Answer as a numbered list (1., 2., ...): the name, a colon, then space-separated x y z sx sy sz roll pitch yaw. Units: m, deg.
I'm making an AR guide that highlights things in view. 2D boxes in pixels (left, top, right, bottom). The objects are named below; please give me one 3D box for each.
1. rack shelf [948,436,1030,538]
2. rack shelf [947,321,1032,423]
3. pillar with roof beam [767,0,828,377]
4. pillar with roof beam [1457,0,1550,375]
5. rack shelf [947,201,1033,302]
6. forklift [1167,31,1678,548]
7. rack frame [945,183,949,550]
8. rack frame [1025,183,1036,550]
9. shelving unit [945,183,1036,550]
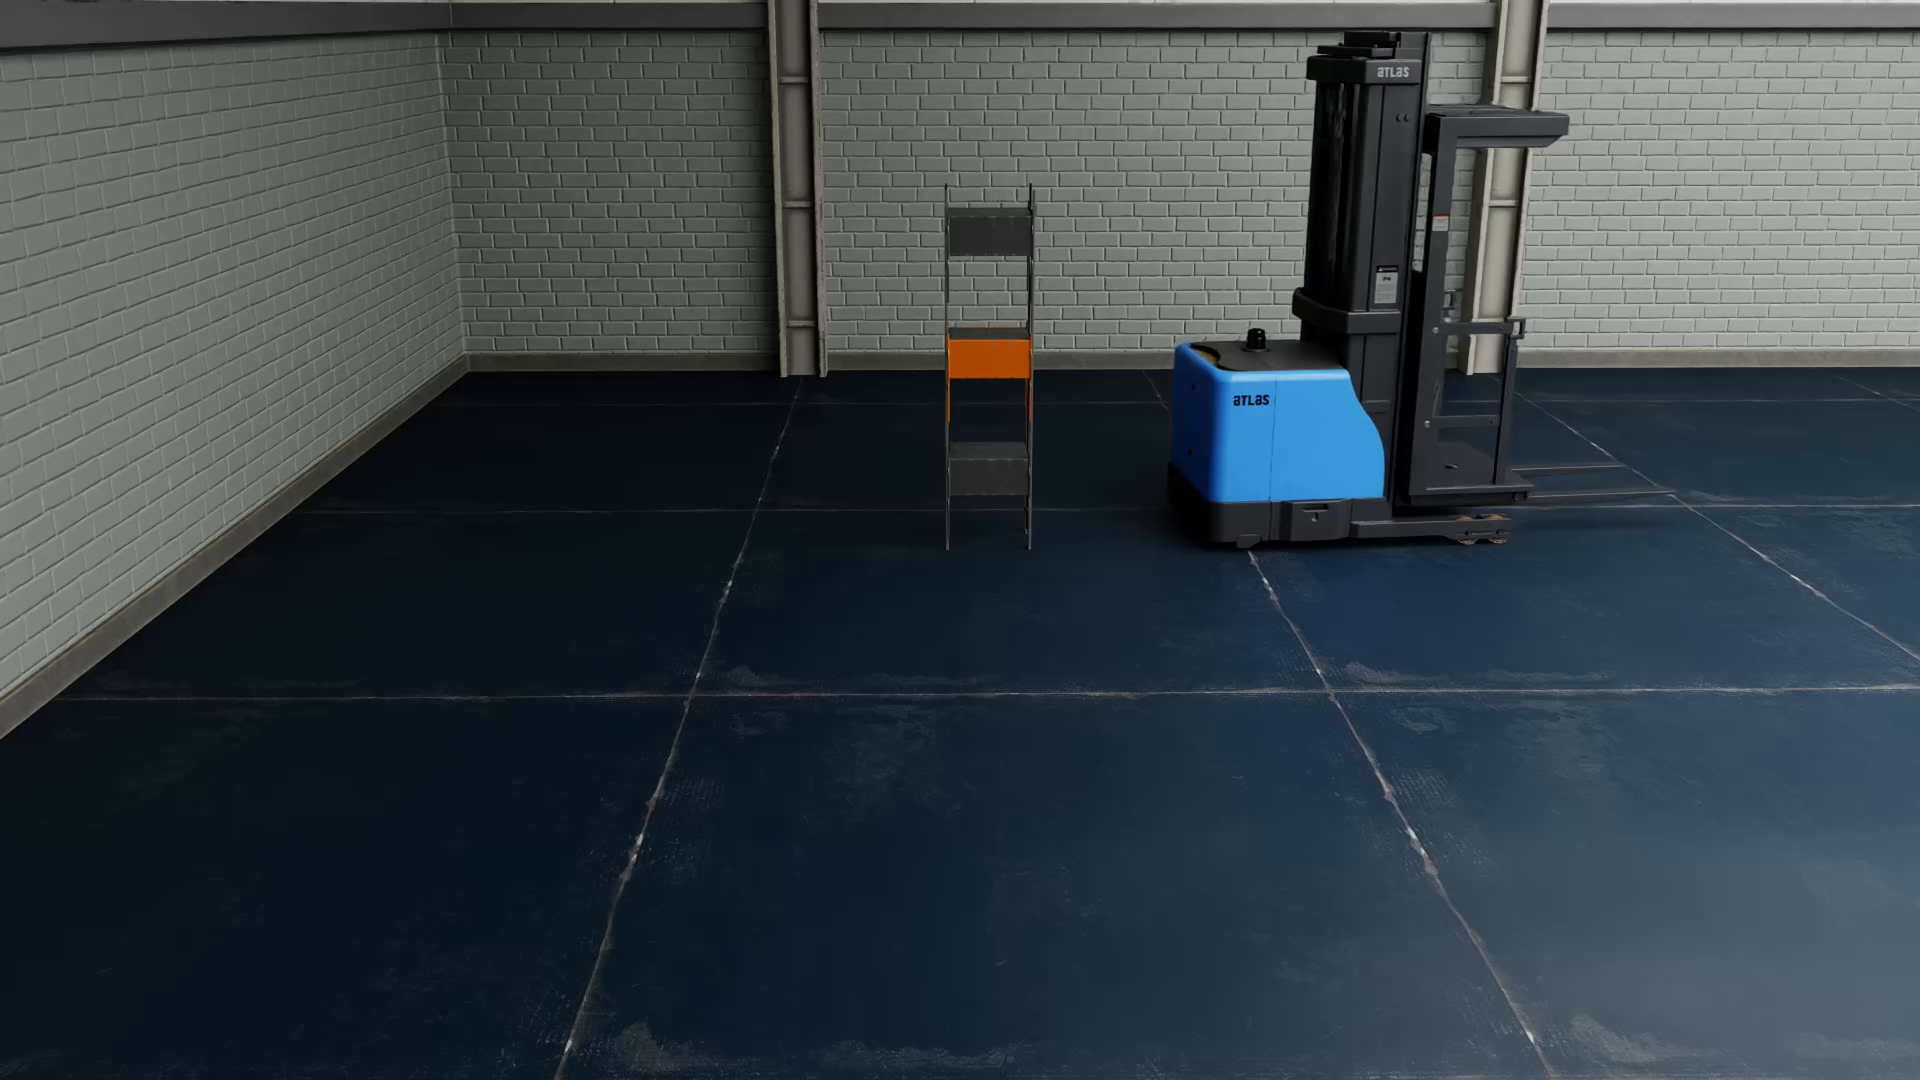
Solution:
1. rack shelf: 0.166 -0.321 9.947 0.480 0.518 0.431 0 18 -1
2. rack shelf: 0.166 -0.988 9.733 0.480 0.518 0.431 0 18 -1
3. pillar with roof beam: -1.302 -4.436 9.144 0.400 9.000 9.100 0 18 -1
4. pillar with roof beam: 4.697 -4.465 9.234 0.400 9.000 9.100 0 18 -1
5. rack shelf: 0.166 -1.654 9.520 0.480 0.518 0.431 0 18 -1
6. forklift: 2.883 -1.526 10.006 3.031 2.935 1.130 -2 18 -7
7. rack frame: -0.078 -0.999 9.726 0.015 2.100 0.400 0 18 -1
8. rack frame: 0.409 -1.002 9.733 0.015 2.100 0.400 0 18 -1
9. shelving unit: 0.166 -1.001 9.729 0.503 2.100 0.431 0 18 -1
